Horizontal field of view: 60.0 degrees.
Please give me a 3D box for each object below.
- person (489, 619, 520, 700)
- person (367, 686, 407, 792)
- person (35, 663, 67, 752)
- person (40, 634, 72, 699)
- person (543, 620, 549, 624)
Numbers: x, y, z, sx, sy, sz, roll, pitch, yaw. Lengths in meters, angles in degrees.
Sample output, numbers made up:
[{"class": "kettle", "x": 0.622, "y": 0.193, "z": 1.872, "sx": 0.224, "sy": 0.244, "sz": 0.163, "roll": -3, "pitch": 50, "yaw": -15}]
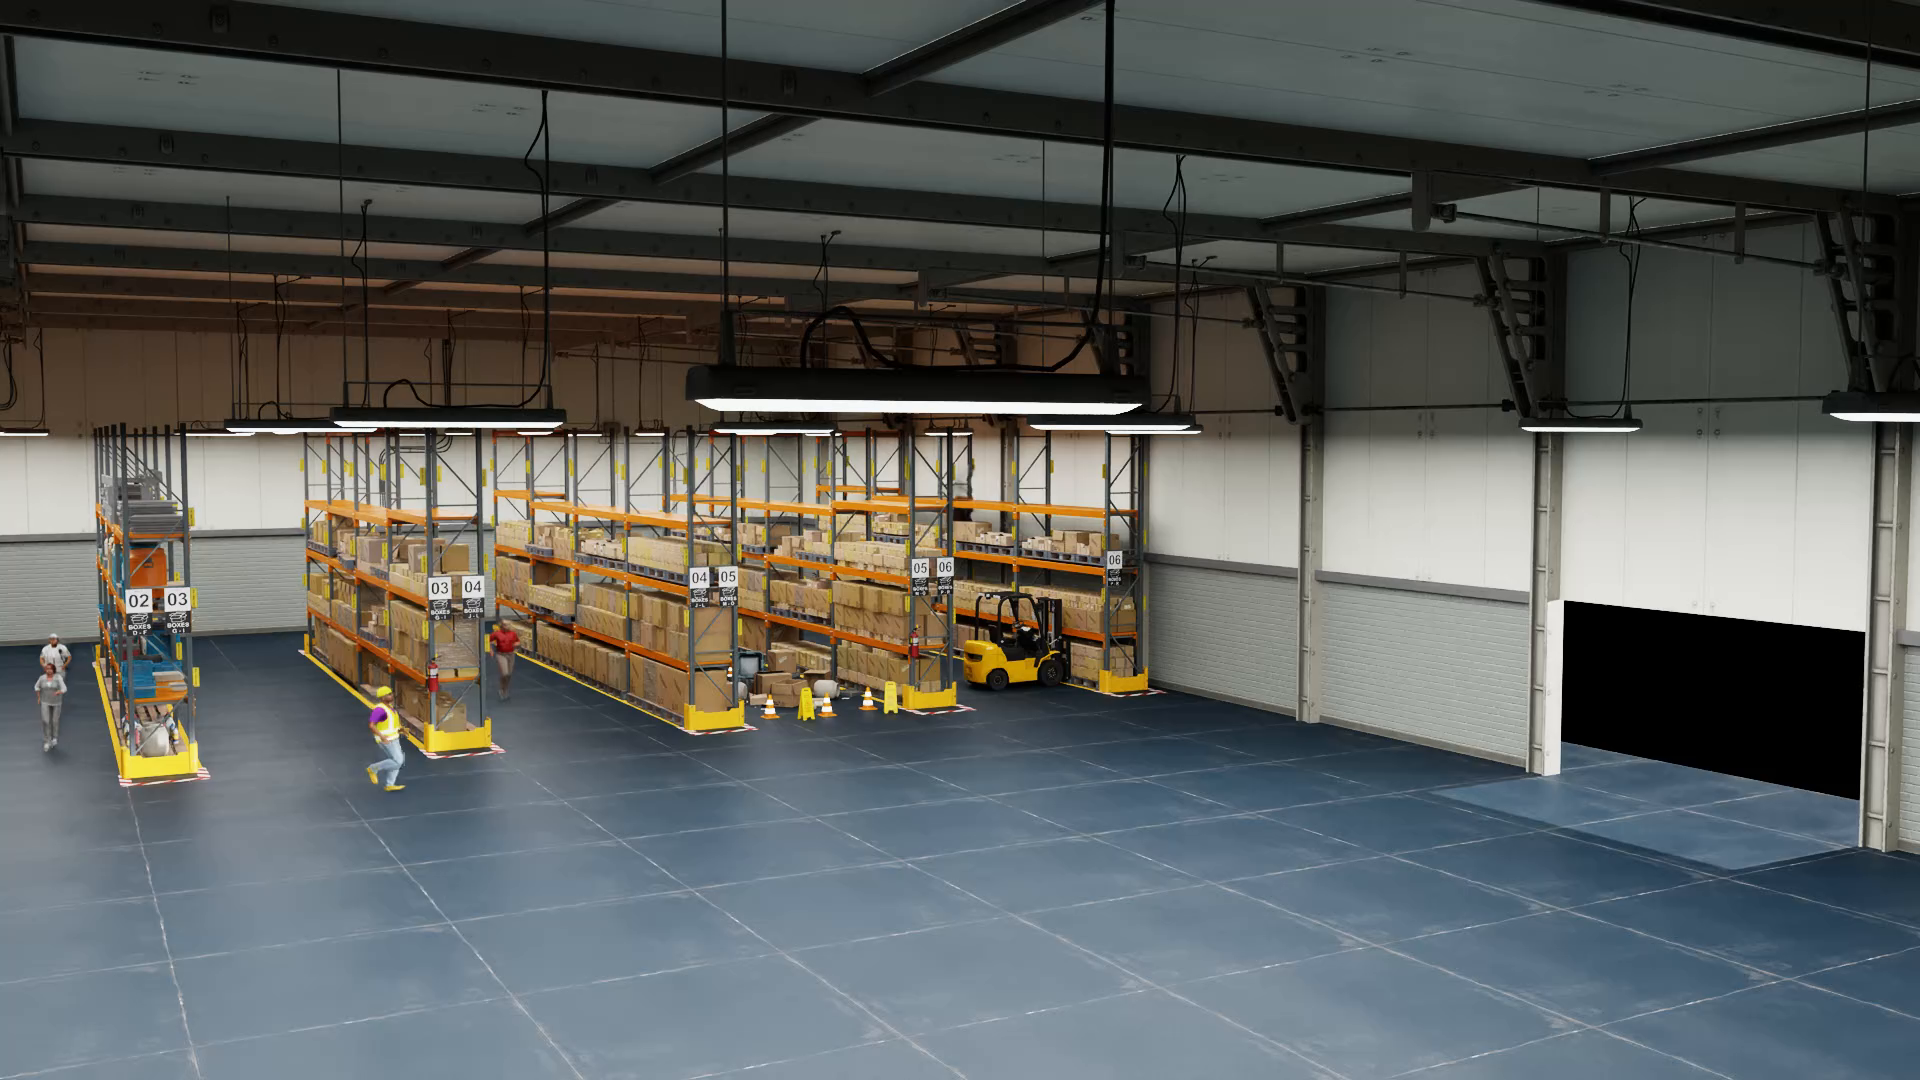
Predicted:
[{"class": "person", "x": -10.038, "y": 2.650, "z": 36.720, "sx": 0.631, "sy": 1.801, "sz": 0.760, "roll": -3, "pitch": 5, "yaw": -40}, {"class": "person", "x": -9.329, "y": 3.238, "z": 27.056, "sx": 0.578, "sy": 1.724, "sz": 0.716, "roll": 0, "pitch": 3, "yaw": -1}, {"class": "person", "x": -16.774, "y": 3.075, "z": 30.702, "sx": 0.524, "sy": 1.637, "sz": 0.710, "roll": -2, "pitch": 4, "yaw": -28}, {"class": "person", "x": -19.094, "y": 2.792, "z": 35.135, "sx": 0.600, "sy": 1.641, "sz": 0.596, "roll": -2, "pitch": 4, "yaw": -25}, {"class": "person", "x": -11.982, "y": 1.906, "z": 48.959, "sx": 0.547, "sy": 1.738, "sz": 0.863, "roll": 3, "pitch": 5, "yaw": 45}]
